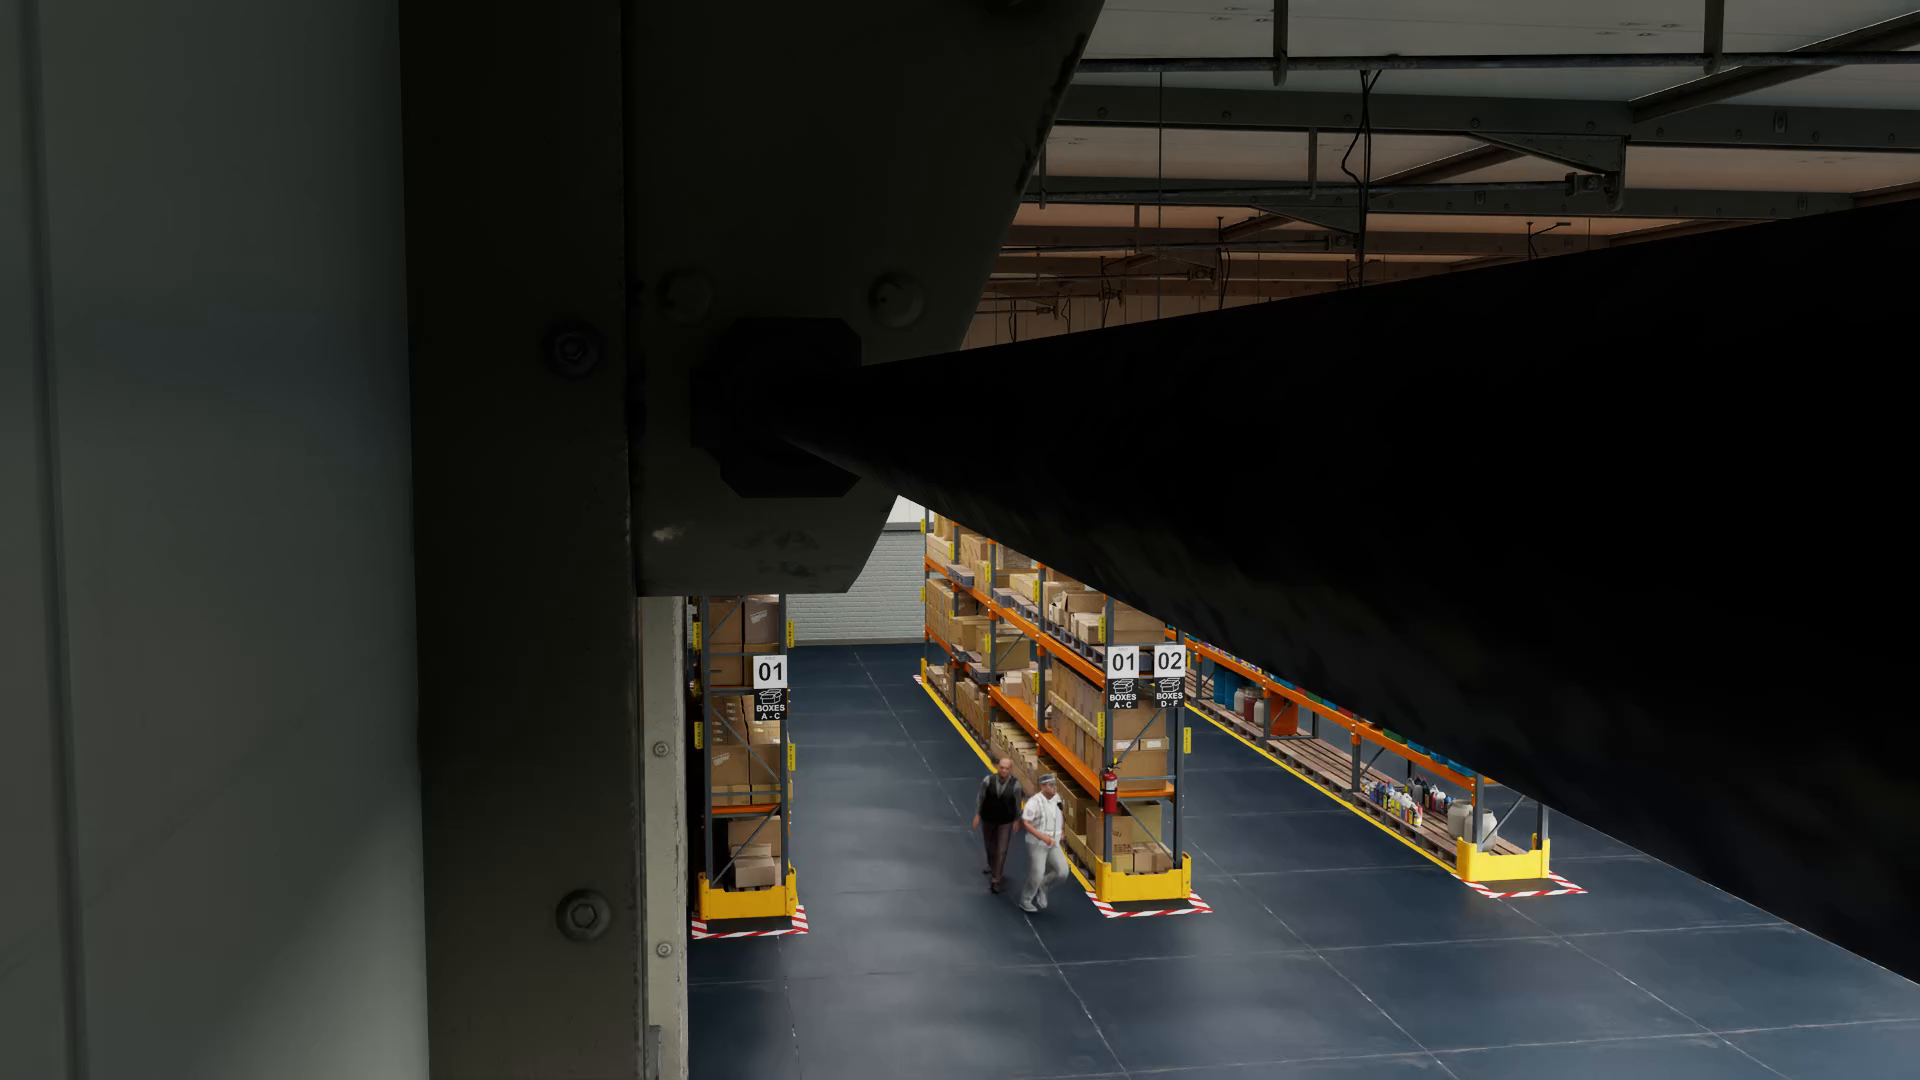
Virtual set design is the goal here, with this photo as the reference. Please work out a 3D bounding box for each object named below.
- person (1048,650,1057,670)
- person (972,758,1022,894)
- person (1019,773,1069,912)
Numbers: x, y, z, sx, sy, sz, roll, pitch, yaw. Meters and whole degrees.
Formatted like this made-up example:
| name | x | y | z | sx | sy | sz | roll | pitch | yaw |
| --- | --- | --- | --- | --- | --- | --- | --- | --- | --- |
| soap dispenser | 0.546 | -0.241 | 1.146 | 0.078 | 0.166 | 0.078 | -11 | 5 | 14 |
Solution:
| name | x | y | z | sx | sy | sz | roll | pitch | yaw |
| --- | --- | --- | --- | --- | --- | --- | --- | --- | --- |
| person | 1.810 | 2.097 | 35.733 | 0.693 | 1.733 | 0.603 | -2 | 5 | -20 |
| person | 0.480 | 3.612 | 21.391 | 0.593 | 1.665 | 0.973 | 1 | 5 | 17 |
| person | 1.071 | 3.675 | 20.281 | 0.724 | 1.712 | 0.591 | -4 | 6 | -38 |
